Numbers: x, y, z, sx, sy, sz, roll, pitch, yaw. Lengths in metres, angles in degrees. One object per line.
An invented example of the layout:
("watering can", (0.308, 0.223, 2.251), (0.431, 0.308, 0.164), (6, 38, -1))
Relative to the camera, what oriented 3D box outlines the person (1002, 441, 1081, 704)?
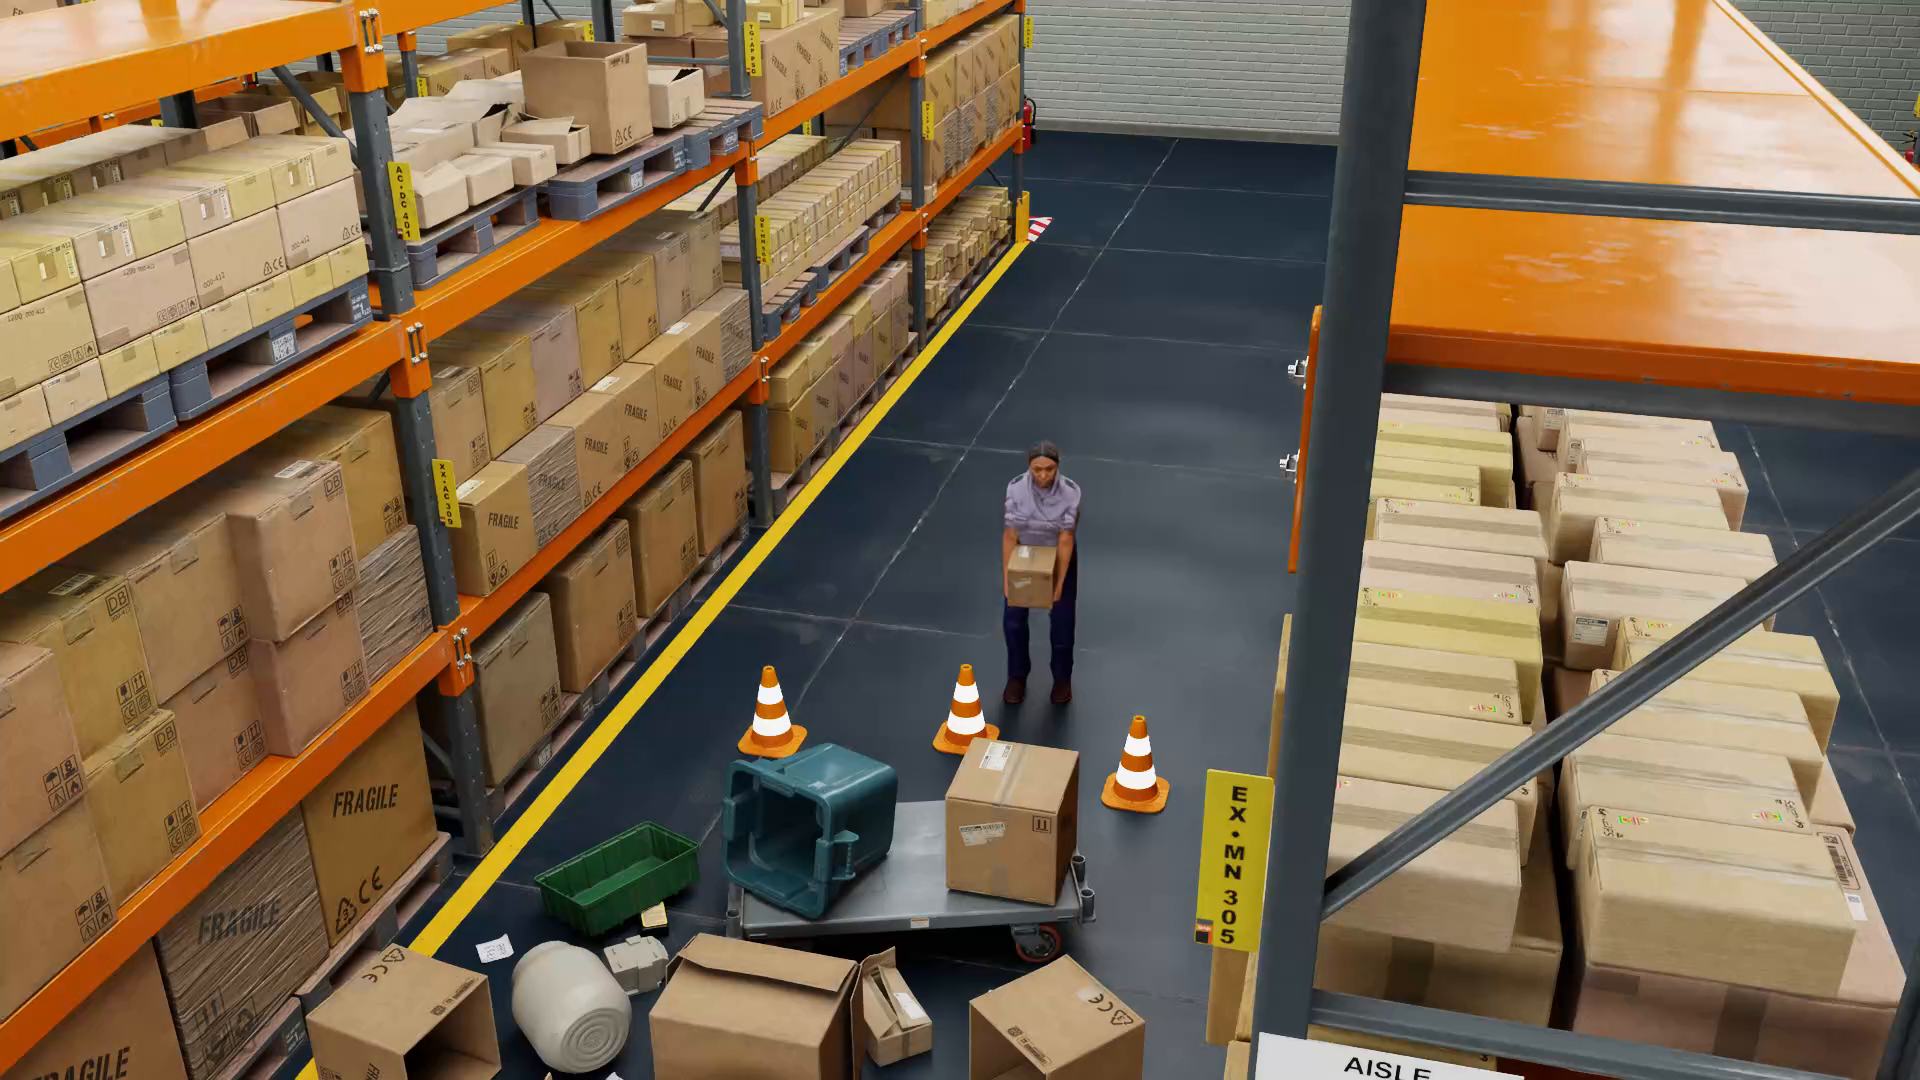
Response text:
("person", (0.454, 0.176, 9.381), (0.431, 1.625, 0.559), (4, 26, 9))
